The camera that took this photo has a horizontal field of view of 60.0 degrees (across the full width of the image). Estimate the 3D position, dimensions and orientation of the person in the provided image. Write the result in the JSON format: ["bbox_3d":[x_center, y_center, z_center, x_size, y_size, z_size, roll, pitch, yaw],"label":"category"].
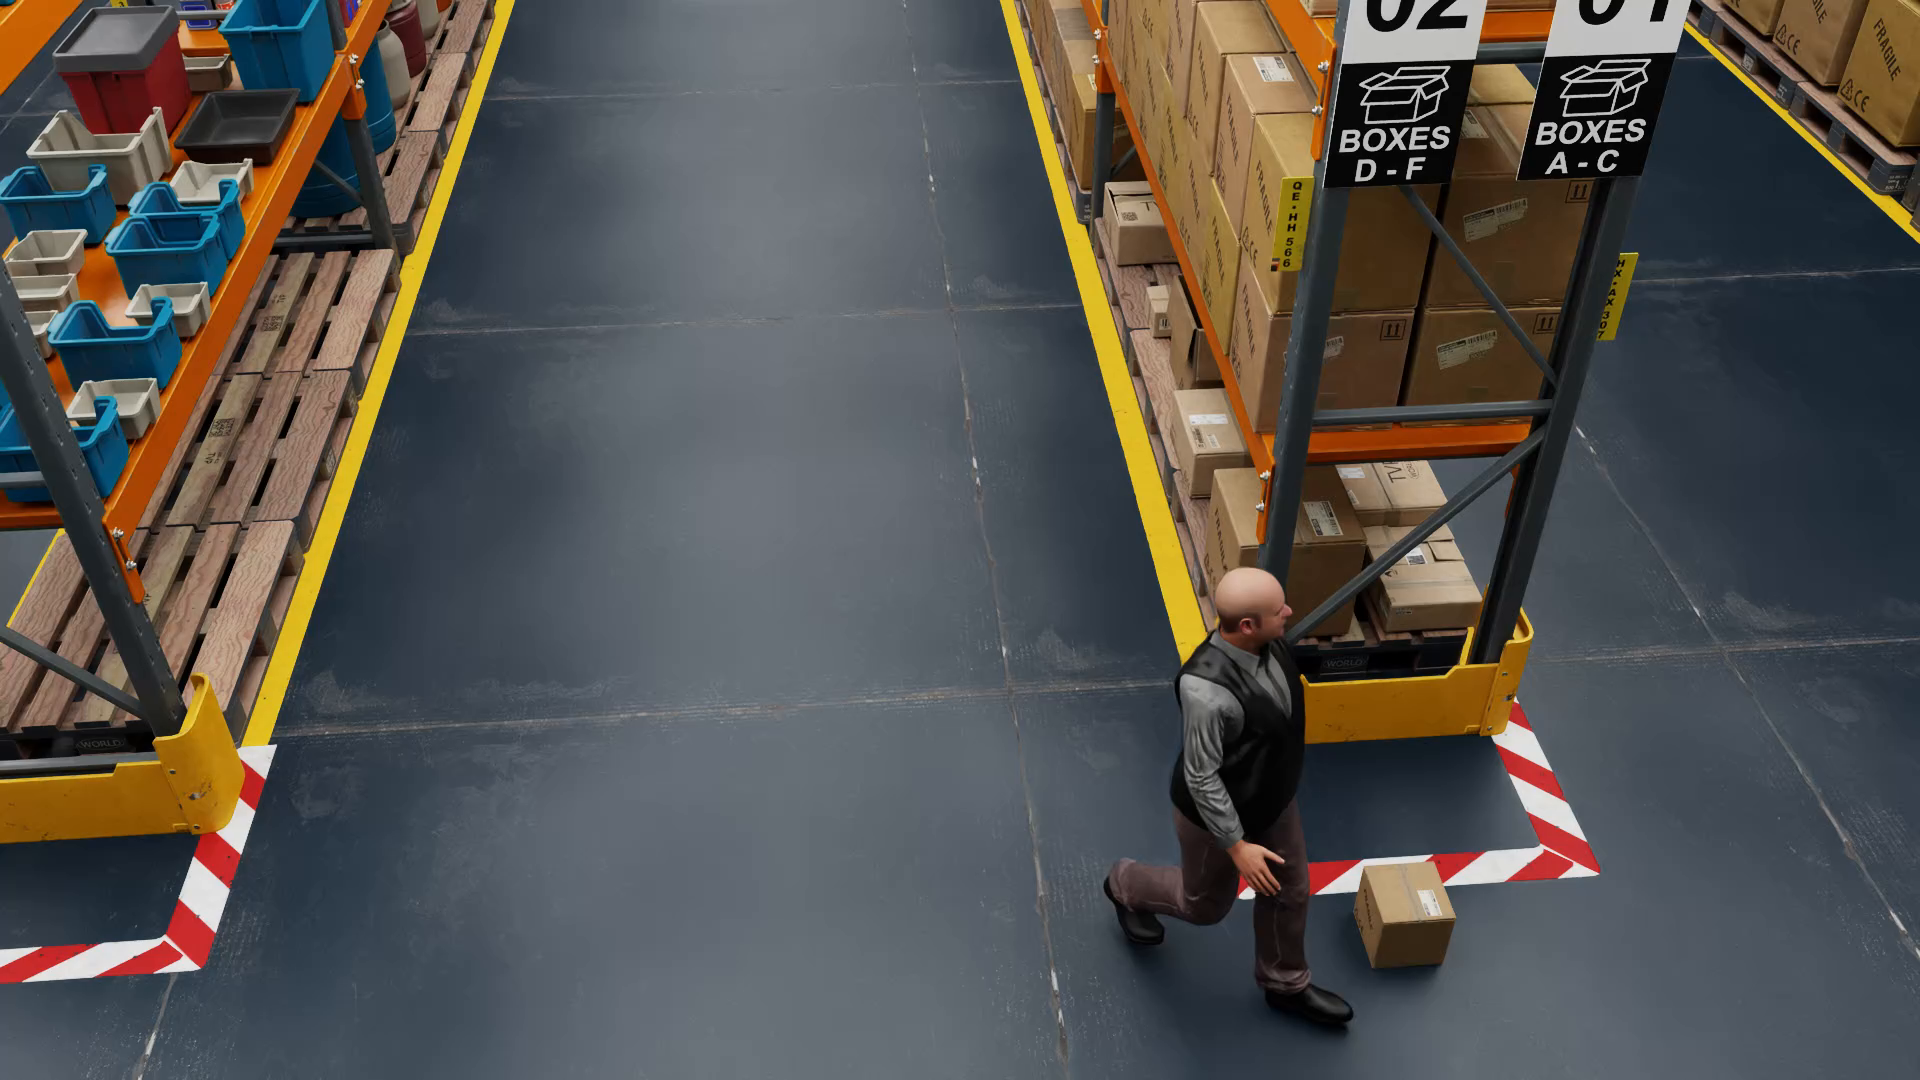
[{"bbox_3d":[0.898,0.815,5.184,0.922,1.679,0.593,25,45,27],"label":"person"}]
